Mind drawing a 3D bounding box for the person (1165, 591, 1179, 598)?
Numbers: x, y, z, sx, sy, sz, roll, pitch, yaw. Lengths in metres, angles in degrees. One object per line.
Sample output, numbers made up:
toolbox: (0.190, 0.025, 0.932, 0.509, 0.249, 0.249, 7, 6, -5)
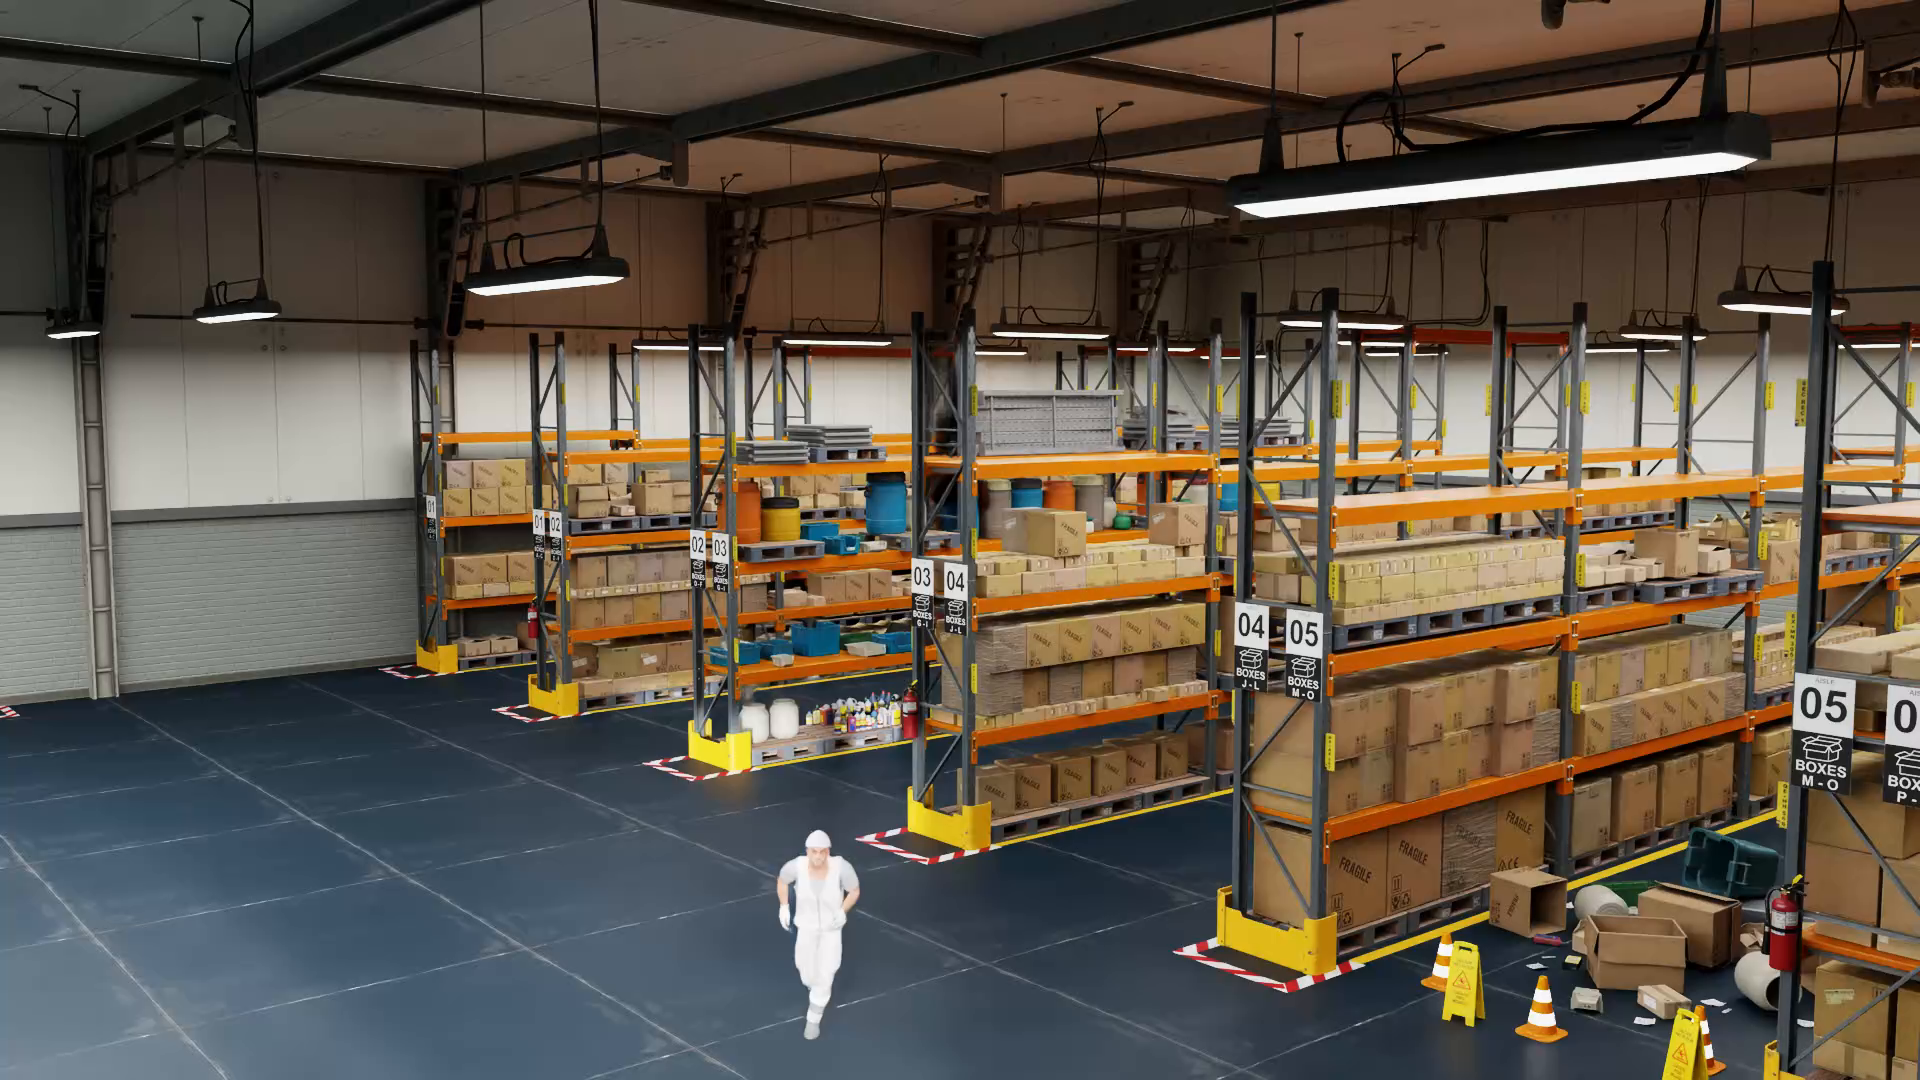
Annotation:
person: (4.280, 1.293, 32.623, 0.732, 1.718, 0.582, 5, 7, 42)

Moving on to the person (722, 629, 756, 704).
person: (-3.389, 2.065, 25.489, 0.645, 1.497, 0.821, 2, 6, 19)

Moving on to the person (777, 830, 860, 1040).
person: (-1.130, 3.102, 13.302, 0.654, 1.711, 0.775, -1, 5, -7)
